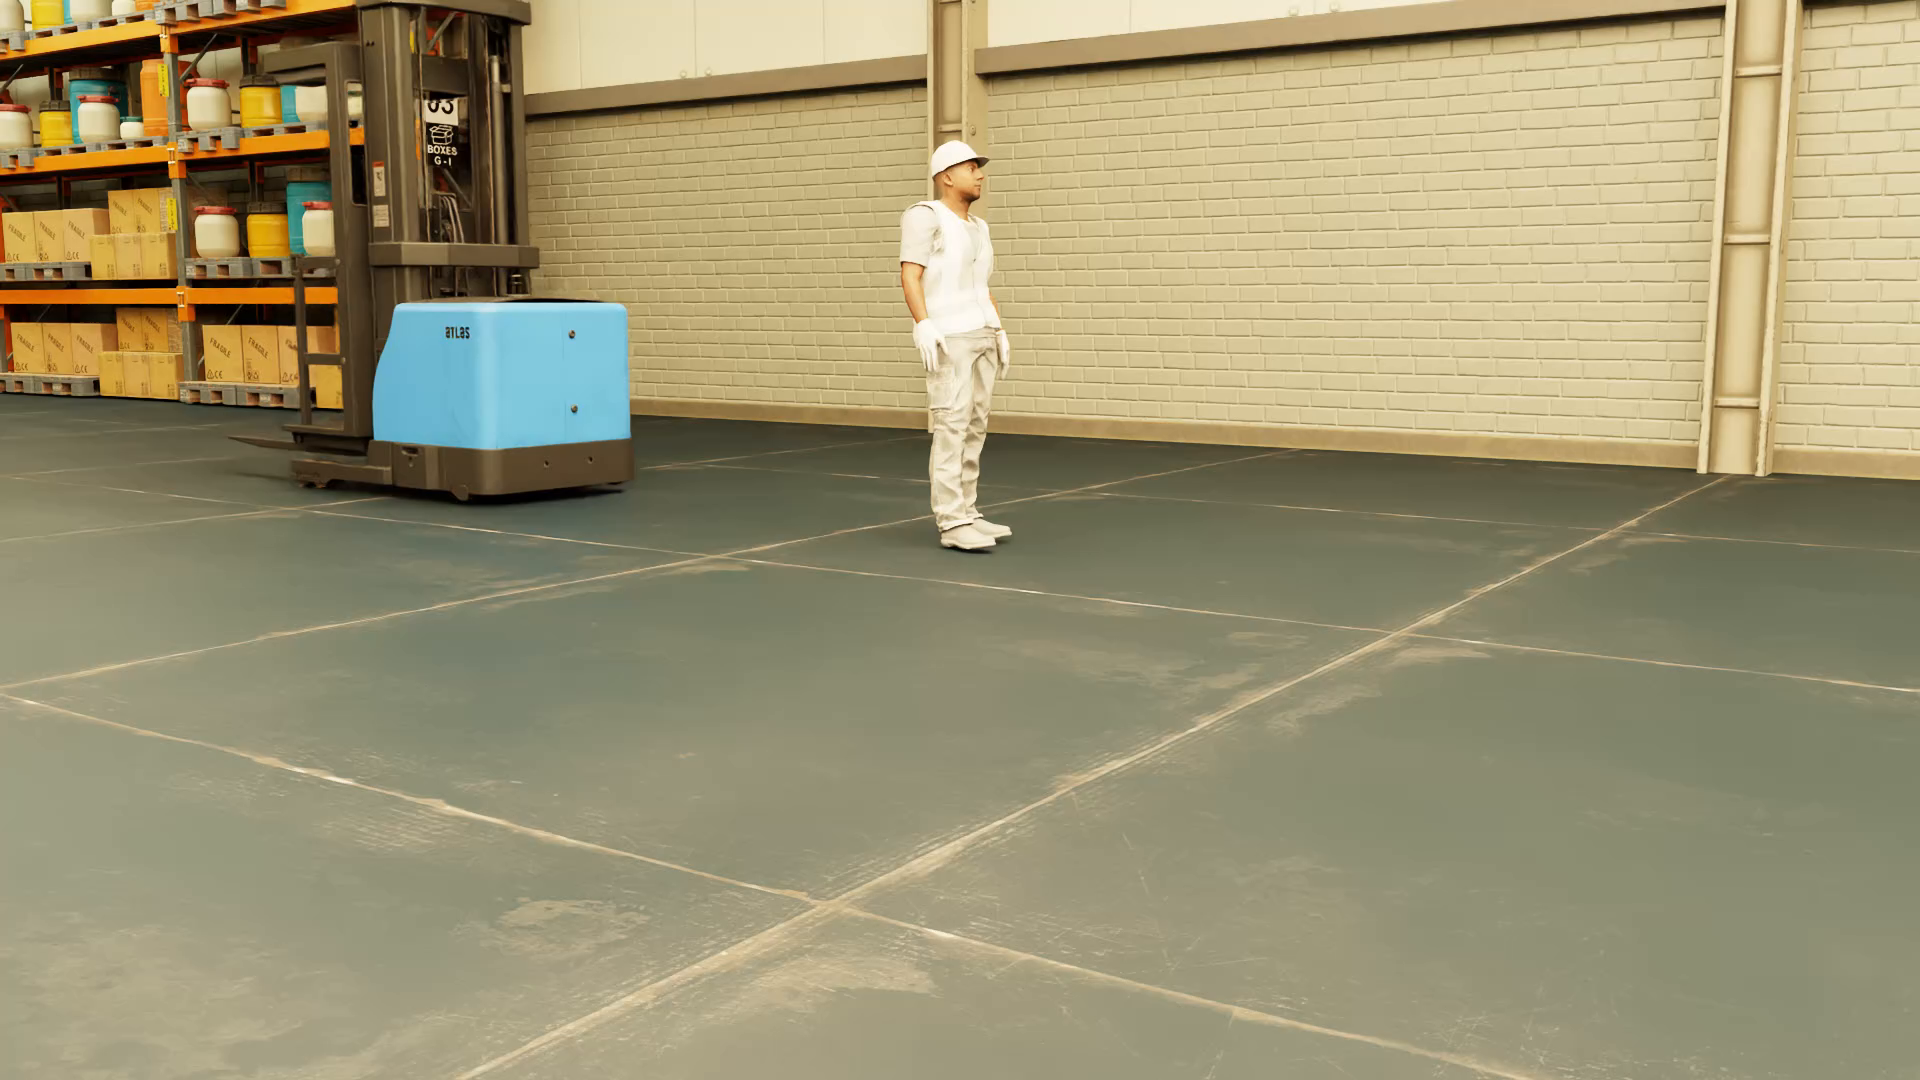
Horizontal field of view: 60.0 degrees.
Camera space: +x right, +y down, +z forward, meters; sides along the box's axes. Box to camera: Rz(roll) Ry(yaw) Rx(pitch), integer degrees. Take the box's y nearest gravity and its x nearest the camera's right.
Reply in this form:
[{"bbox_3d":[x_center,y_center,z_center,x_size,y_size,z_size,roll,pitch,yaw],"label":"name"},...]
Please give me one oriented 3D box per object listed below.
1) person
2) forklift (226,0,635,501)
[{"bbox_3d":[0.054,-0.883,7.430,0.577,1.782,0.656,5,10,34],"label":"person"},{"bbox_3d":[-3.330,-1.801,9.855,3.031,2.935,1.130,6,10,38],"label":"forklift"}]
